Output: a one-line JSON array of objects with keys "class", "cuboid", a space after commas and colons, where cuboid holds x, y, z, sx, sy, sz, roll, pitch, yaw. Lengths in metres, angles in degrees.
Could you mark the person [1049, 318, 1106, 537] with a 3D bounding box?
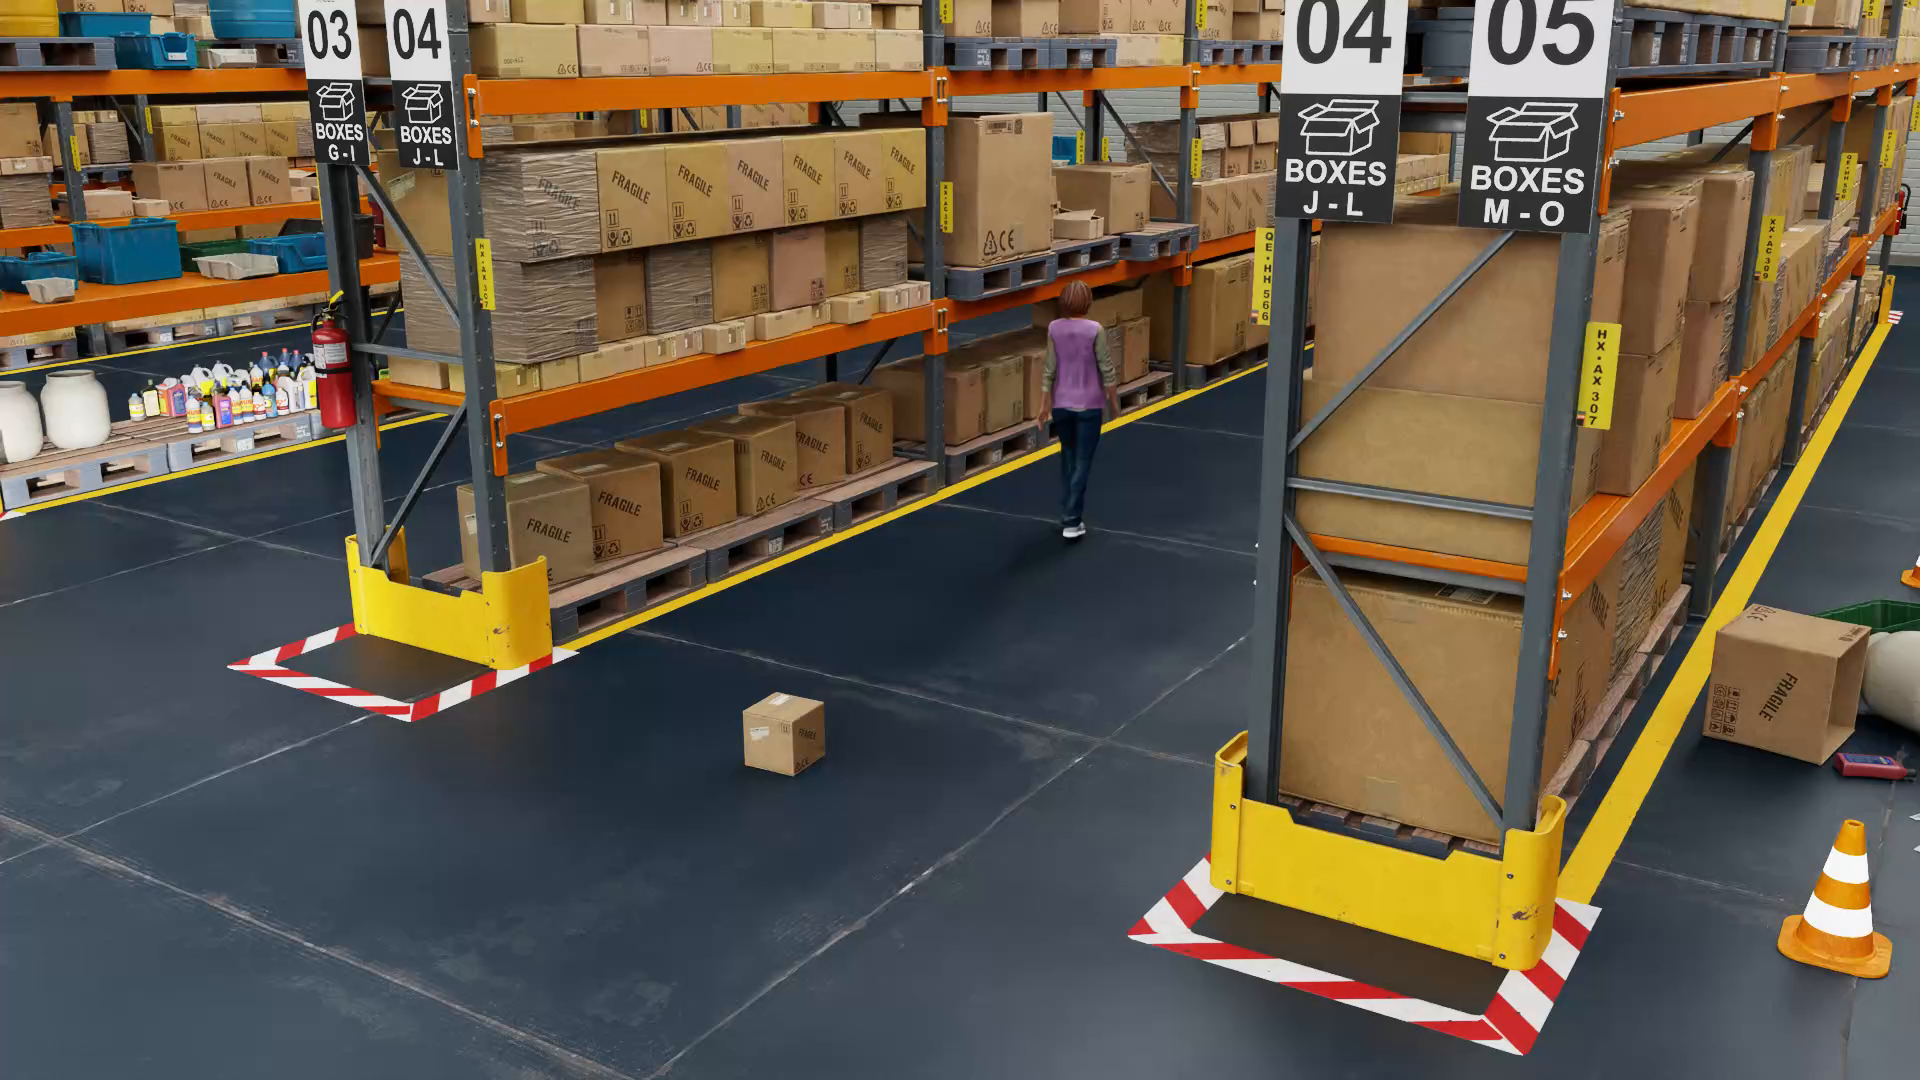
[{"class": "person", "cuboid": [0.751, -0.705, 10.365, 0.349, 1.395, 0.660, 7, 18, 23]}]
